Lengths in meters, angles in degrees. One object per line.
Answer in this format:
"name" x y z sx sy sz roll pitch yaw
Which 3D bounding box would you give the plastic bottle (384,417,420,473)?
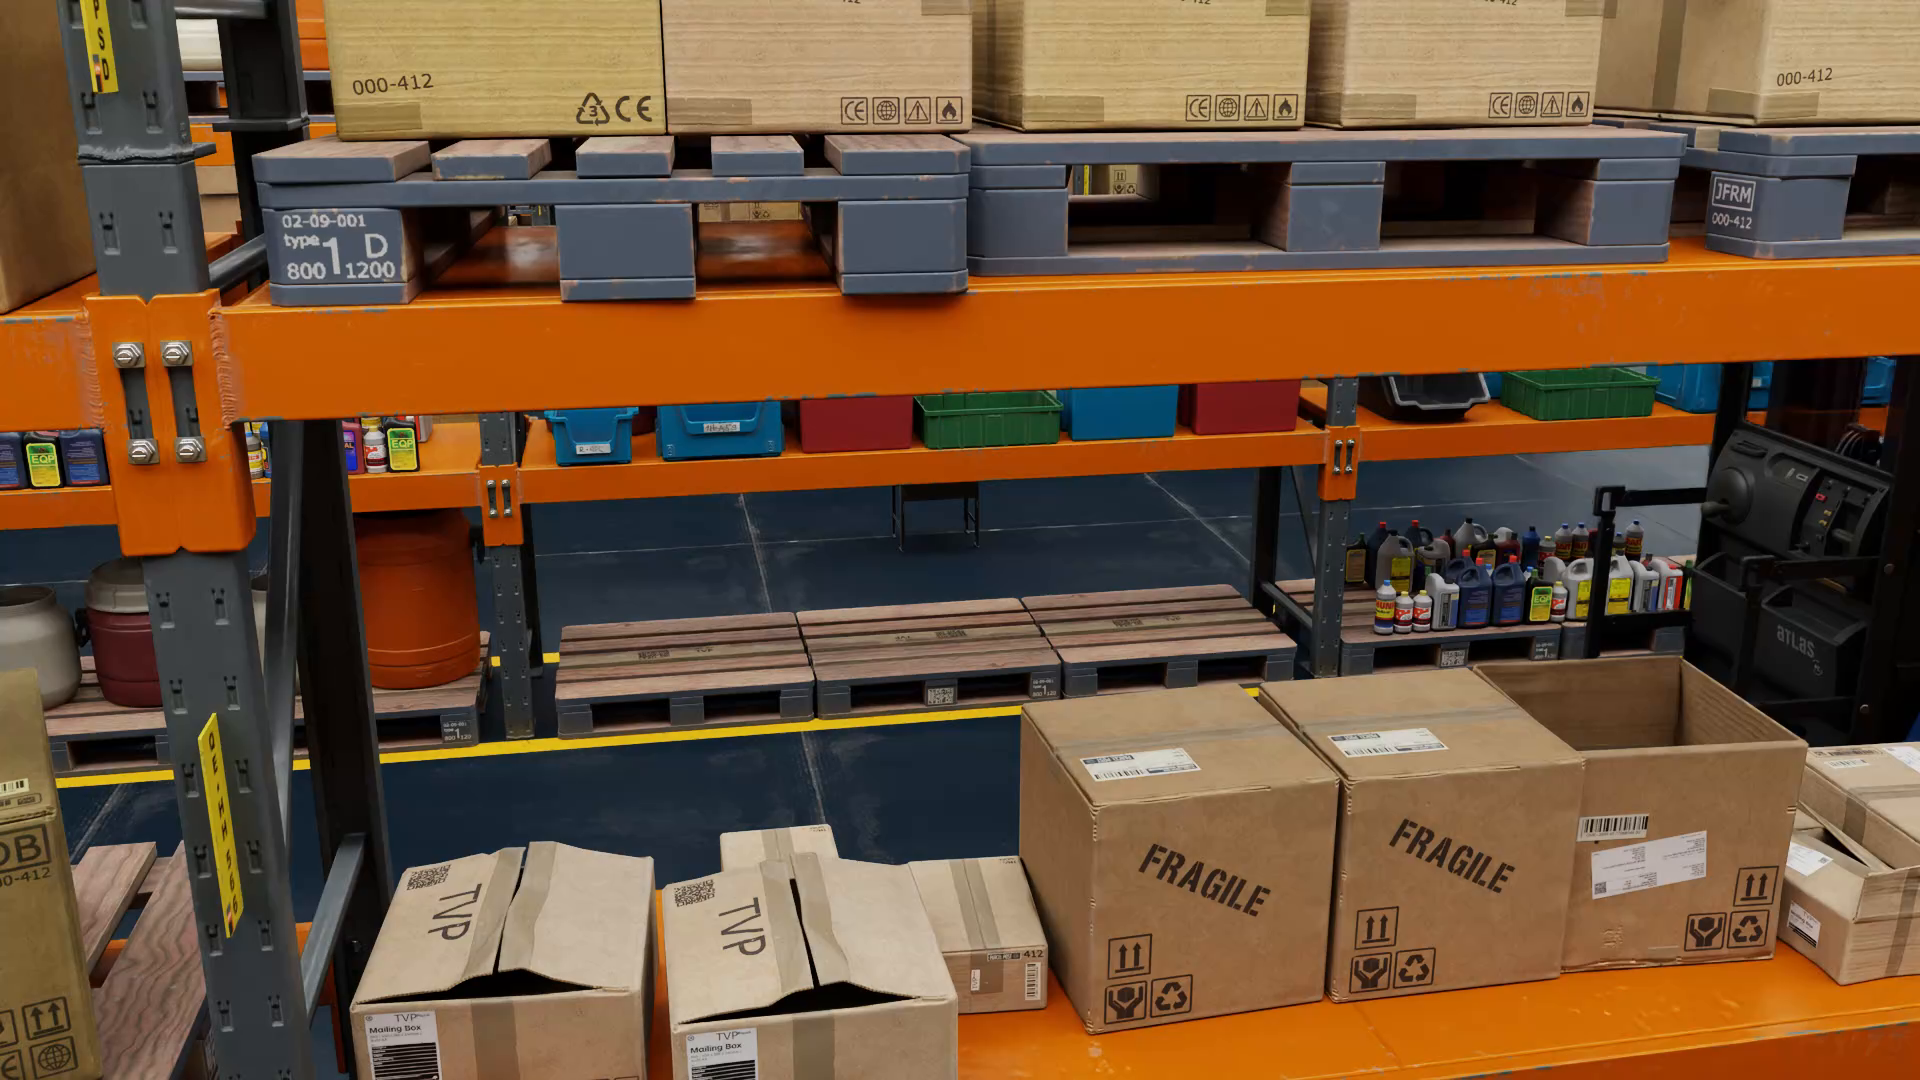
"plastic bottle" -2.465 -0.442 7.339 0.133 0.283 0.061 -3 17 -10

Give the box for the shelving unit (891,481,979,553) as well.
"shelving unit" -0.163 -0.995 10.473 0.503 2.100 0.431 -3 17 -10

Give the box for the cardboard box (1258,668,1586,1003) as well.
"cardboard box" 0.949 0.610 3.546 0.500 0.500 0.500 -3 17 -10

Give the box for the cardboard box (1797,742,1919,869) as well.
"cardboard box" 2.240 0.674 3.763 0.500 0.250 0.500 -2 17 -7

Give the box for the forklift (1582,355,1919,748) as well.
"forklift" 3.051 -0.197 6.461 3.031 2.935 1.130 -3 17 -9

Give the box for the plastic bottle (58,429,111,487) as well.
"plastic bottle" -3.751 -0.413 7.132 0.185 0.351 0.144 -3 17 -10

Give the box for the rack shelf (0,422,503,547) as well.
"rack shelf" -4.112 -0.188 7.539 4.000 0.370 1.077 -3 17 -10

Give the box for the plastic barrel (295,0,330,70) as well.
"plastic barrel" -2.707 -2.452 7.130 0.708 0.830 0.600 -3 17 -10

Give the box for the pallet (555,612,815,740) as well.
"pallet" -1.381 0.658 8.309 1.213 0.211 1.003 -3 17 -10

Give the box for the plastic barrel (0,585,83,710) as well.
"plastic barrel" -4.272 0.498 7.604 0.421 0.512 0.421 0 17 0

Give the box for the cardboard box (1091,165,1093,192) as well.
"cardboard box" 1.229 -3.066 13.305 0.500 0.500 0.500 -3 17 -10

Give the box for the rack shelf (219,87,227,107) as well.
"rack shelf" -5.052 -3.049 11.747 4.000 0.370 1.077 -3 17 -10

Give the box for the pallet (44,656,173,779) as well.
"pallet" -4.110 0.813 7.805 1.213 0.211 1.003 -3 17 -10

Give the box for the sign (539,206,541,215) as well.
"sign" -2.980 -2.464 11.754 0.005 0.325 0.100 -3 17 -10

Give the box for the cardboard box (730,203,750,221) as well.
"cardboard box" -2.444 -3.558 17.117 0.500 0.500 0.500 -3 17 -10

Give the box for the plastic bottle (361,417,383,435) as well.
"plastic bottle" -2.849 -0.613 8.037 0.097 0.201 0.097 0 17 0

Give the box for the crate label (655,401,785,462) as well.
"crate label" -1.122 -0.637 7.717 0.616 0.435 0.502 -3 17 -10

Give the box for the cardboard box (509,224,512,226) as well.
"cardboard box" -3.526 -2.019 12.108 0.500 0.500 0.500 -3 17 -9

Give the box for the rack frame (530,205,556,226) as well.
"rack frame" -3.088 -2.071 12.444 0.127 3.000 1.000 -3 17 -10

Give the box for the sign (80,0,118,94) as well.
"sign" -1.112 -0.739 2.120 0.005 0.325 0.100 -3 17 -10

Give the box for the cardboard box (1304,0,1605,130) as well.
"cardboard box" 0.826 -0.912 3.102 0.500 0.250 0.500 -5 18 -15

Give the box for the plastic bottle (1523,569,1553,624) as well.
"plastic bottle" 3.005 0.290 8.637 0.133 0.283 0.061 -2 17 -8

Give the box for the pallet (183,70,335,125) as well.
"pallet" -2.918 -1.972 7.336 1.213 0.211 1.003 -3 17 -10

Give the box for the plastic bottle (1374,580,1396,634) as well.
"plastic bottle" 2.175 0.337 8.503 0.097 0.271 0.097 0 17 0

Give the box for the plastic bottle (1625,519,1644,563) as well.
"plastic bottle" 3.867 0.017 9.546 0.097 0.271 0.097 0 17 0

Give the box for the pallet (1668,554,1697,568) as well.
"pallet" 4.842 0.306 9.456 1.213 0.211 1.003 -3 17 -10

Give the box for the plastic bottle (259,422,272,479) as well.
"plastic bottle" -2.999 -0.411 7.260 0.097 0.271 0.097 0 17 0

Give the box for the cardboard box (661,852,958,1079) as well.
"cardboard box" -0.298 0.834 3.140 0.500 0.311 0.500 -3 17 -11

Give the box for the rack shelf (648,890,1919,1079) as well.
"rack shelf" 0.751 1.018 3.614 4.000 0.370 1.077 -3 17 -10

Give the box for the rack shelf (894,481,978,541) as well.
"rack shelf" -0.163 -0.312 10.683 0.480 0.518 0.431 -3 17 -10

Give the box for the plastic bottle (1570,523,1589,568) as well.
"plastic bottle" 3.530 0.036 9.484 0.097 0.271 0.097 0 17 0

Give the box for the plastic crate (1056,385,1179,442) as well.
"plastic crate" 0.755 -0.707 8.031 0.575 0.384 0.392 -3 17 -10

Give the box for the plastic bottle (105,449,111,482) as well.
"plastic bottle" -3.587 -0.378 7.132 0.133 0.283 0.061 -3 17 -10

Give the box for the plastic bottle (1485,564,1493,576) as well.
"plastic bottle" 2.769 0.260 8.754 0.097 0.271 0.097 0 17 0

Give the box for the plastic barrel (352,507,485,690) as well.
"plastic barrel" -2.626 0.226 7.948 0.708 0.830 0.600 -3 17 -10

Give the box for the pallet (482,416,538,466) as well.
"pallet" -3.877 -0.715 12.782 1.213 0.211 1.003 -3 17 -10

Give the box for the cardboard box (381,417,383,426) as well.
"cardboard box" -4.646 -1.176 12.435 0.875 0.875 1.225 -3 17 -10

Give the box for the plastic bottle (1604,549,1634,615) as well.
"plastic bottle" 3.435 0.220 8.747 0.185 0.351 0.144 -3 17 -8

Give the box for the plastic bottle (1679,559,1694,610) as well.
"plastic bottle" 3.875 0.240 8.798 0.133 0.283 0.061 -3 17 -9

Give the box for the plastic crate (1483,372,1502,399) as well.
"plastic crate" 2.814 -0.934 8.998 0.616 0.251 0.499 -3 17 -10

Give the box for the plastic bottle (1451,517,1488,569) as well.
"plastic bottle" 2.862 0.043 9.326 0.185 0.351 0.144 -3 17 -11

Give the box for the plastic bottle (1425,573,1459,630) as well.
"plastic bottle" 2.487 0.309 8.587 0.135 0.276 0.152 -3 17 -8

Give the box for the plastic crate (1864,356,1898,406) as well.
"plastic crate" 4.633 -0.869 8.784 0.408 0.251 0.499 -3 17 -10

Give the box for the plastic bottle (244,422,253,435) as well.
"plastic bottle" -3.456 -0.623 7.931 0.133 0.283 0.061 -3 17 -10

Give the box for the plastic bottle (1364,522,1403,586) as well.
"plastic bottle" 2.356 0.071 9.233 0.185 0.351 0.144 -4 17 -12

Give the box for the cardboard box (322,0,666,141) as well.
"cardboard box" -0.778 -0.819 2.801 0.500 0.250 0.500 -5 18 -15

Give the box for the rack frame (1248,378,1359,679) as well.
"rack frame" 1.779 -0.866 8.521 0.127 3.000 1.000 -3 17 -10

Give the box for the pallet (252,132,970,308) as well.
"pallet" -0.563 -0.622 2.940 1.003 0.211 1.213 -2 17 -8

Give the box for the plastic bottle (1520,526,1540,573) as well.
"plastic bottle" 3.233 0.053 9.429 0.097 0.271 0.097 0 17 0

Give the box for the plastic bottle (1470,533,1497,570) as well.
"plastic bottle" 2.907 0.103 9.244 0.133 0.283 0.061 -3 17 -10
